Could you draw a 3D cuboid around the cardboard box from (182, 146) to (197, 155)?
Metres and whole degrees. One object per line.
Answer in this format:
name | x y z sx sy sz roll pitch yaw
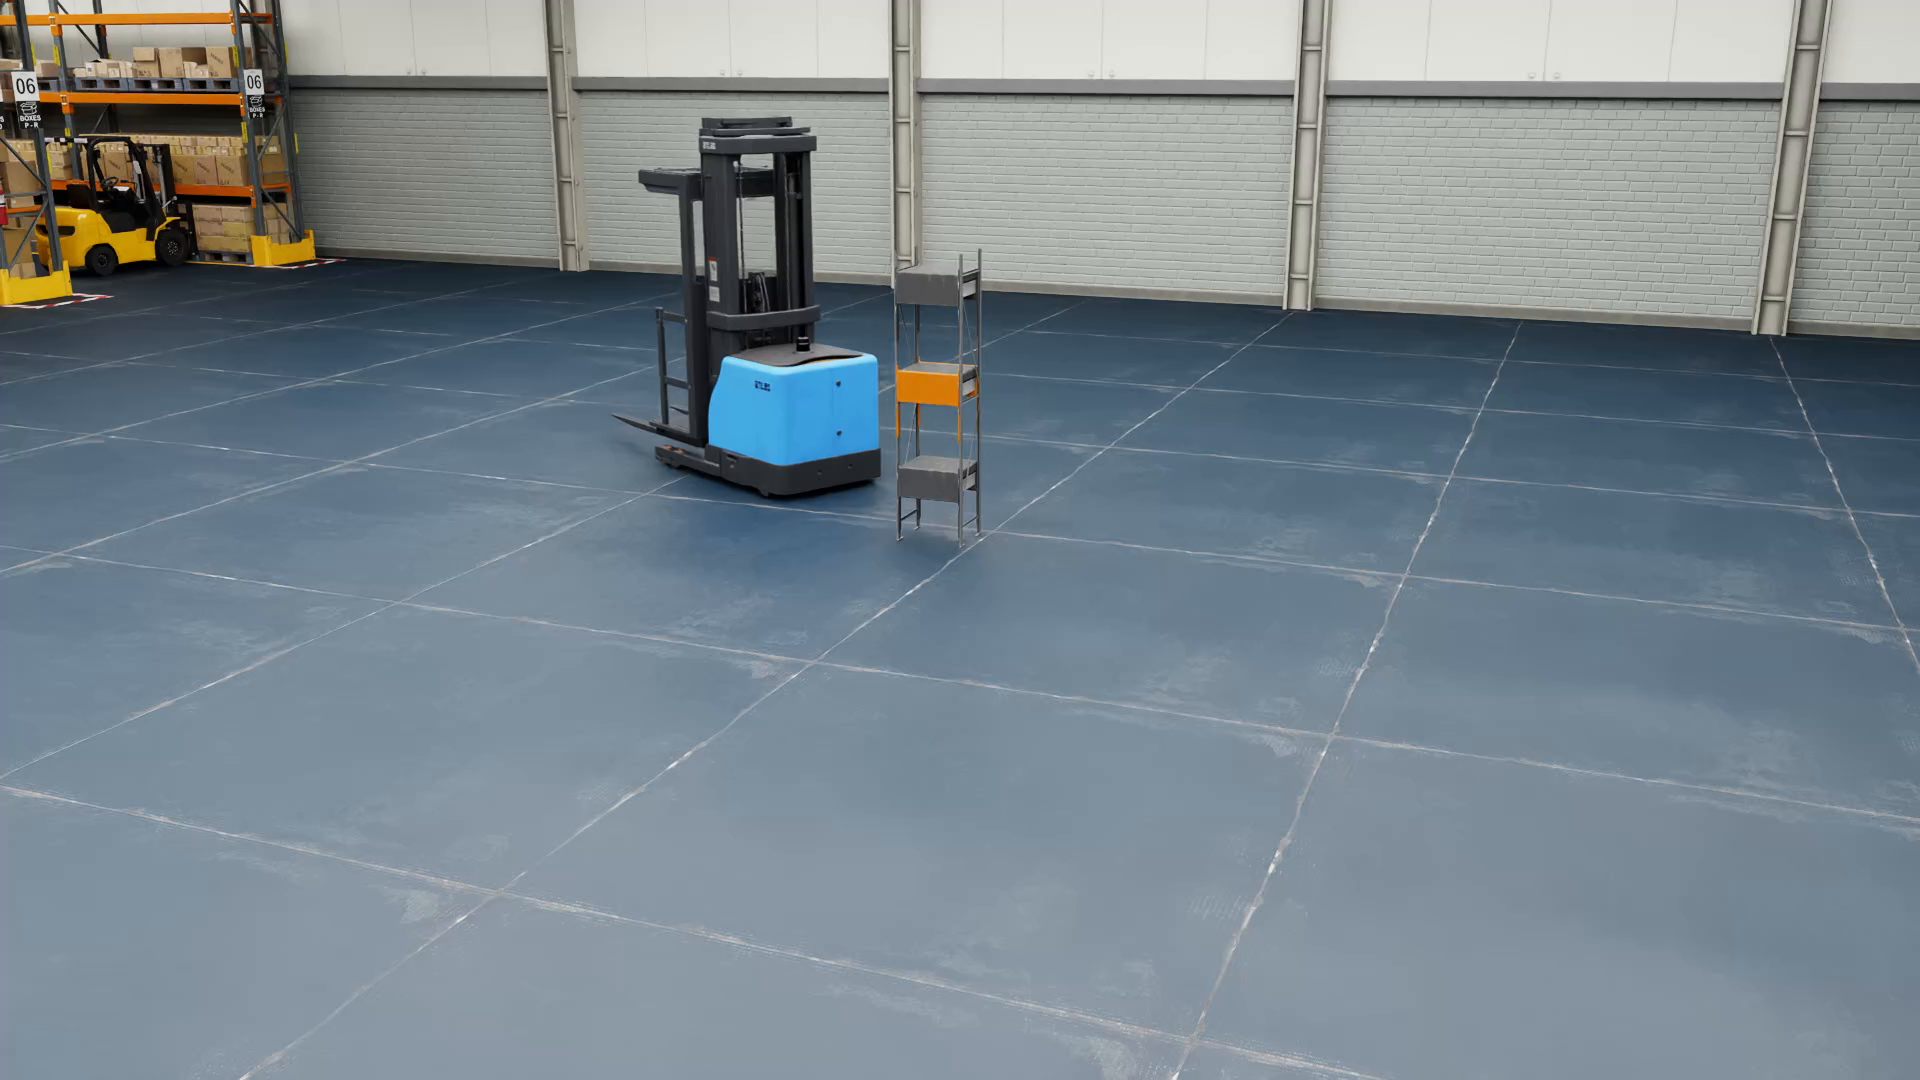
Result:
cardboard box | -13.046 -6.664 28.404 0.250 0.149 0.380 6 17 19

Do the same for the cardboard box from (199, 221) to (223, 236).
cardboard box | -12.691 -5.381 28.612 0.500 0.250 0.500 6 17 20

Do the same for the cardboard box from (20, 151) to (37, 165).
cardboard box | -16.414 -6.849 29.758 0.500 0.250 0.500 6 17 19

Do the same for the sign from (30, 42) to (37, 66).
sign | -13.280 -6.950 23.787 0.005 0.325 0.100 6 17 21

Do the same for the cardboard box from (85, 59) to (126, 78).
cardboard box | -14.698 -8.145 28.698 0.500 0.311 0.500 7 17 22

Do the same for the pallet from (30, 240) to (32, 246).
pallet | -17.221 -5.497 30.729 1.213 0.211 1.003 6 17 21

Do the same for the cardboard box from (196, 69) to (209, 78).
cardboard box | -12.543 -7.813 27.843 0.250 0.149 0.380 6 17 19

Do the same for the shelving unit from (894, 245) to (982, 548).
shelving unit | -0.154 -1.025 11.939 0.503 2.100 0.431 6 17 21

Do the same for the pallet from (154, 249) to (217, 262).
pallet | -13.519 -5.091 29.330 1.213 0.211 1.003 6 17 21

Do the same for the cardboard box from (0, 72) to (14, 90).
cardboard box | -13.849 -6.581 23.819 0.500 0.250 0.500 6 17 20

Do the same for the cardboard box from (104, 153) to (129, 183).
cardboard box | -14.575 -6.532 29.115 0.500 0.500 0.500 7 17 22

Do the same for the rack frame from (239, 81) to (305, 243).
rack frame | -11.661 -6.237 28.278 0.127 3.000 1.000 6 17 21

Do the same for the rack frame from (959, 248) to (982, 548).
rack frame | 0.073 -1.000 11.853 0.015 2.100 0.400 6 17 21

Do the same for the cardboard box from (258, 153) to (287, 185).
cardboard box | -12.020 -6.408 28.687 0.500 0.500 0.500 7 18 22

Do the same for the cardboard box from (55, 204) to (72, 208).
cardboard box | -15.872 -5.758 30.134 0.625 0.625 0.875 7 18 23

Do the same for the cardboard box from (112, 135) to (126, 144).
cardboard box | -14.476 -6.959 28.888 0.250 0.149 0.380 7 17 22

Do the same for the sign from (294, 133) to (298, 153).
sign | -11.452 -6.834 28.640 0.005 0.325 0.100 6 17 21

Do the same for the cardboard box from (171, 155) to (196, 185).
cardboard box | -13.171 -6.375 28.574 0.500 0.500 0.500 6 17 20

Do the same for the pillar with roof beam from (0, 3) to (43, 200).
pillar with roof beam | -19.139 -8.920 26.760 0.400 9.000 9.100 6 17 21

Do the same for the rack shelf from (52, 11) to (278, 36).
rack shelf | -13.522 -8.785 28.302 4.000 0.370 1.077 6 17 21

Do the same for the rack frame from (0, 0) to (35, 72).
rack frame | -13.479 -7.830 23.006 0.127 3.000 1.000 6 17 21

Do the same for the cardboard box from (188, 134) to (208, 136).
cardboard box | -13.324 -6.995 29.012 0.250 0.149 0.380 6 17 21

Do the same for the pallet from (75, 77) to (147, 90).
pallet | -14.579 -7.964 29.004 1.213 0.211 1.003 6 17 21

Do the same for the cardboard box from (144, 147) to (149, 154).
cardboard box | -14.002 -6.767 28.759 0.250 0.149 0.380 6 17 19

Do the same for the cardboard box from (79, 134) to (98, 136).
cardboard box | -15.195 -7.039 29.164 0.250 0.149 0.380 7 17 22

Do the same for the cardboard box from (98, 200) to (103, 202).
cardboard box | -15.047 -5.877 29.422 0.500 0.250 0.500 6 17 20

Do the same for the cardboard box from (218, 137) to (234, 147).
cardboard box | -12.313 -6.739 28.129 0.250 0.149 0.380 6 17 21

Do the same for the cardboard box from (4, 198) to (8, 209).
cardboard box | -13.905 -4.812 23.818 0.250 0.149 0.380 7 18 22

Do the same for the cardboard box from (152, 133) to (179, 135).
cardboard box | -14.015 -7.093 29.351 0.250 0.149 0.380 6 17 20

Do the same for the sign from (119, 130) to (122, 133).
sign | -15.180 -7.244 30.052 0.005 0.325 0.100 6 17 21

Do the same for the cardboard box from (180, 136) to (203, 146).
cardboard box | -13.053 -6.801 28.344 0.250 0.149 0.380 7 18 22

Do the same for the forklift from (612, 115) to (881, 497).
forklift | -1.989 -2.096 14.138 1.130 2.935 3.031 -13 21 -38

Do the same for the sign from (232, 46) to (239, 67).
sign | -11.873 -7.926 27.267 0.005 0.325 0.100 6 17 21

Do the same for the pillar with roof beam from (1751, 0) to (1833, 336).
pillar with roof beam | 8.768 -5.852 16.189 0.400 9.000 9.100 6 17 21

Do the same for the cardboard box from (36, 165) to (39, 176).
cardboard box | -16.417 -6.608 29.824 0.500 0.250 0.500 6 17 20

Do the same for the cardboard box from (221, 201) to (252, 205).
cardboard box | -12.505 -5.747 28.975 0.500 0.250 0.500 6 17 21

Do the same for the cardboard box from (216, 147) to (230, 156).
cardboard box | -12.335 -6.578 28.109 0.250 0.149 0.380 7 17 22

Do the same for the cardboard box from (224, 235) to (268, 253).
cardboard box | -12.214 -5.084 28.486 0.500 0.250 0.500 6 17 21

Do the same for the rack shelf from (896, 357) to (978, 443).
rack shelf | -0.154 -1.012 11.943 0.480 0.518 0.431 6 17 21

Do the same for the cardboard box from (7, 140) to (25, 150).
cardboard box | -16.981 -7.106 29.929 0.250 0.149 0.380 6 17 21

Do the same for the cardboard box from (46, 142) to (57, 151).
cardboard box | -16.028 -7.005 29.580 0.250 0.149 0.380 6 17 20

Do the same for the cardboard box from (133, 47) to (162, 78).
cardboard box | -13.609 -8.160 28.402 0.637 0.503 0.797 7 18 22

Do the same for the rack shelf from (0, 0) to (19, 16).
rack shelf | -15.339 -7.688 23.811 4.000 0.370 1.077 6 17 21

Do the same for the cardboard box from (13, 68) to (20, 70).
cardboard box | -16.517 -8.250 29.348 0.250 0.149 0.380 6 17 20

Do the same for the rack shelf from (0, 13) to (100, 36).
rack shelf | -17.243 -9.194 29.712 4.000 0.370 1.077 6 17 21

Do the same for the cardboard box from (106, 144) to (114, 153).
cardboard box | -14.688 -6.860 29.079 0.250 0.149 0.380 6 17 21

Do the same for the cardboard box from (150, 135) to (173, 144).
cardboard box | -13.729 -6.907 28.709 0.250 0.149 0.380 6 17 21

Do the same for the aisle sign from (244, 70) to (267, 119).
aisle sign | -11.708 -7.403 27.630 0.004 0.787 0.394 6 17 21

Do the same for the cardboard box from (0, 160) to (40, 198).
cardboard box | -13.818 -5.261 24.201 0.500 0.500 0.500 6 17 20

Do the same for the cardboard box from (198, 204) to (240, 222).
cardboard box | -12.681 -5.615 28.522 0.500 0.250 0.500 7 17 22

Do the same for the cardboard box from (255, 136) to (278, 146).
cardboard box | -11.895 -6.829 28.441 0.250 0.149 0.380 6 17 20
